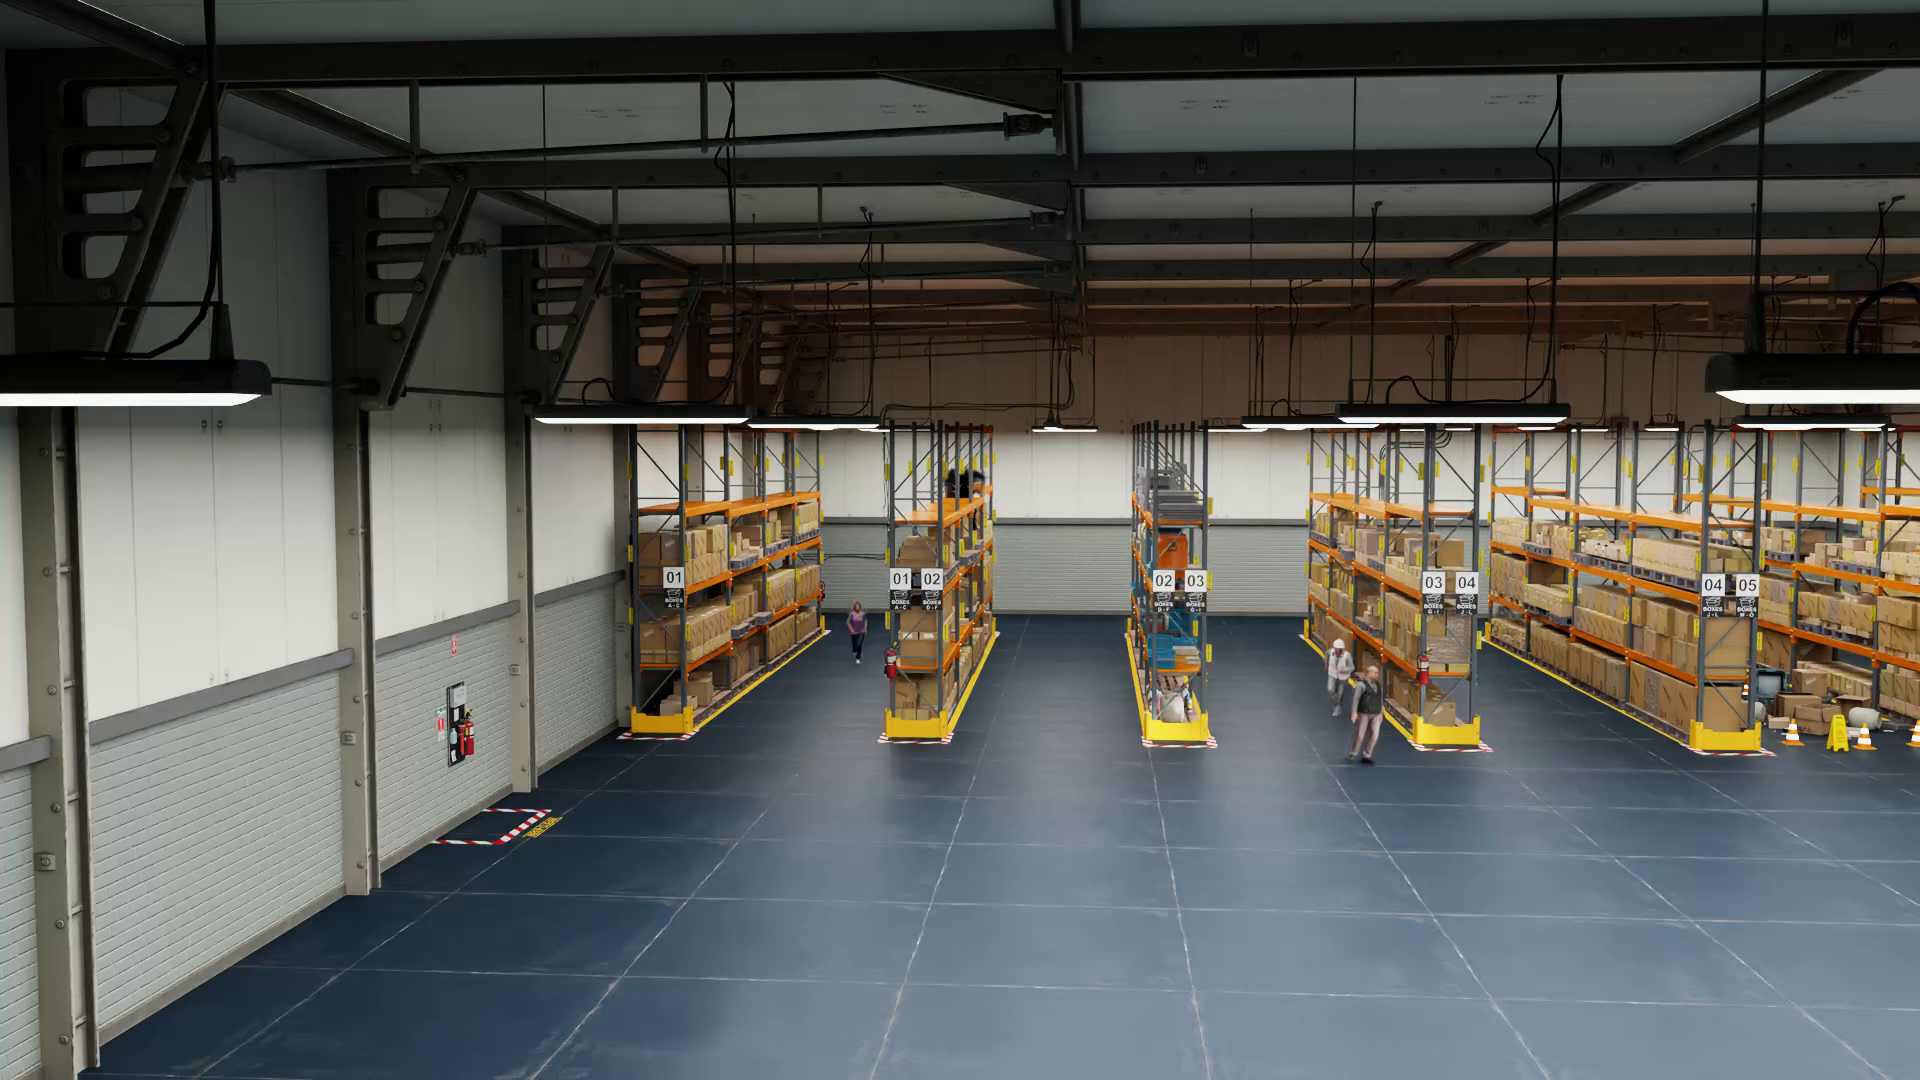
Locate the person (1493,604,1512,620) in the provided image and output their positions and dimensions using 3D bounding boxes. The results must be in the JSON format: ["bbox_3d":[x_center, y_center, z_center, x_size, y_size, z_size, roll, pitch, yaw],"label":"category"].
[{"bbox_3d":[15.495,1.905,47.217,0.784,1.713,0.576,0,4,-4],"label":"person"}]

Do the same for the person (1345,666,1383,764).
[{"bbox_3d":[7.053,3.036,28.969,0.649,1.703,0.475,-2,4,-24],"label":"person"}]

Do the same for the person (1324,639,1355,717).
[{"bbox_3d":[7.717,2.765,33.802,0.661,1.591,1.101,1,4,20],"label":"person"}]

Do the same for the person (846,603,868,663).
[{"bbox_3d":[-2.587,2.324,41.765,0.539,1.534,0.578,0,4,-6],"label":"person"}]
